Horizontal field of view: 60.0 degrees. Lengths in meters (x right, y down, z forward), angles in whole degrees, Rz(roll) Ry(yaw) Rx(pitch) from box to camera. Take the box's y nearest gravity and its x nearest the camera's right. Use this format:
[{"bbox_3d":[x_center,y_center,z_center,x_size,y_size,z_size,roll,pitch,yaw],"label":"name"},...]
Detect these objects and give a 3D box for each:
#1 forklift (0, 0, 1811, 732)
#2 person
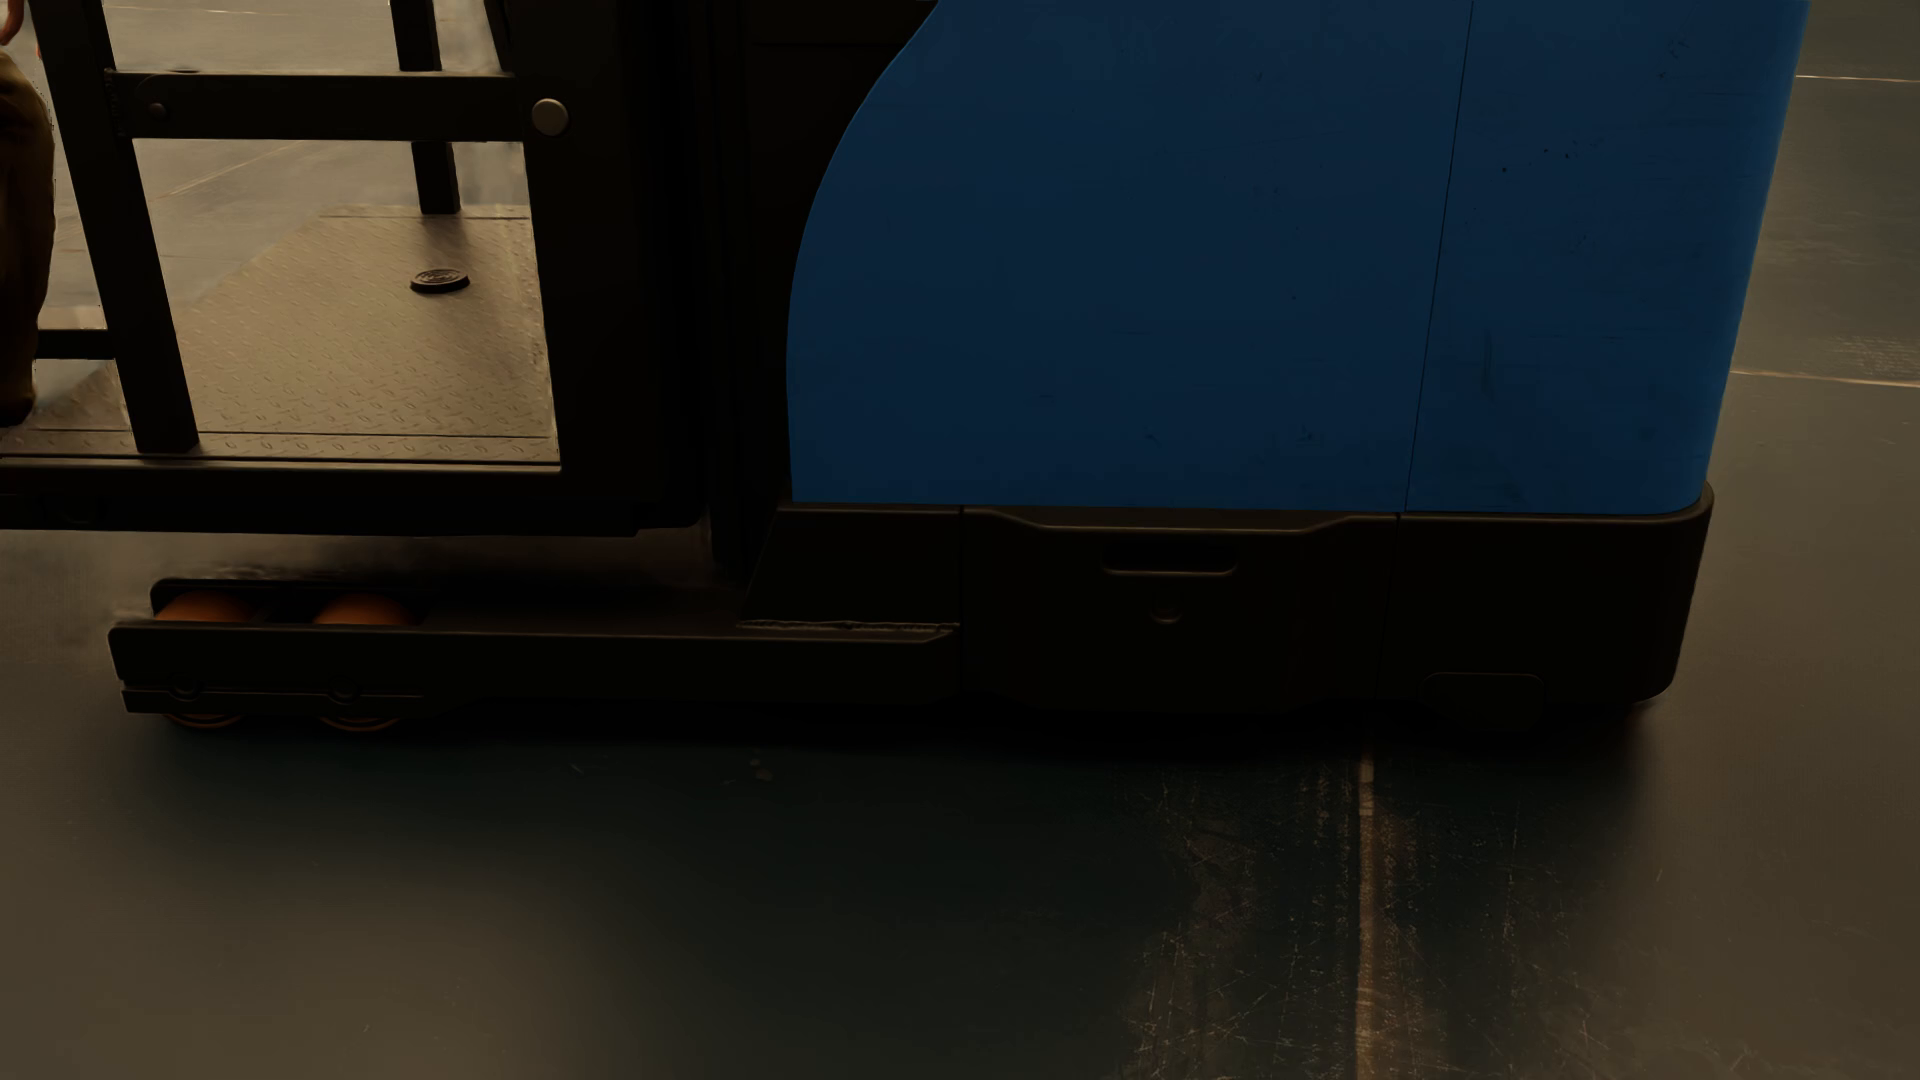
[{"bbox_3d":[-0.625,-1.311,1.844,3.031,2.935,1.130,1,27,2],"label":"forklift"},{"bbox_3d":[-1.487,-0.658,1.960,0.798,1.646,0.927,-14,30,-26],"label":"person"}]
